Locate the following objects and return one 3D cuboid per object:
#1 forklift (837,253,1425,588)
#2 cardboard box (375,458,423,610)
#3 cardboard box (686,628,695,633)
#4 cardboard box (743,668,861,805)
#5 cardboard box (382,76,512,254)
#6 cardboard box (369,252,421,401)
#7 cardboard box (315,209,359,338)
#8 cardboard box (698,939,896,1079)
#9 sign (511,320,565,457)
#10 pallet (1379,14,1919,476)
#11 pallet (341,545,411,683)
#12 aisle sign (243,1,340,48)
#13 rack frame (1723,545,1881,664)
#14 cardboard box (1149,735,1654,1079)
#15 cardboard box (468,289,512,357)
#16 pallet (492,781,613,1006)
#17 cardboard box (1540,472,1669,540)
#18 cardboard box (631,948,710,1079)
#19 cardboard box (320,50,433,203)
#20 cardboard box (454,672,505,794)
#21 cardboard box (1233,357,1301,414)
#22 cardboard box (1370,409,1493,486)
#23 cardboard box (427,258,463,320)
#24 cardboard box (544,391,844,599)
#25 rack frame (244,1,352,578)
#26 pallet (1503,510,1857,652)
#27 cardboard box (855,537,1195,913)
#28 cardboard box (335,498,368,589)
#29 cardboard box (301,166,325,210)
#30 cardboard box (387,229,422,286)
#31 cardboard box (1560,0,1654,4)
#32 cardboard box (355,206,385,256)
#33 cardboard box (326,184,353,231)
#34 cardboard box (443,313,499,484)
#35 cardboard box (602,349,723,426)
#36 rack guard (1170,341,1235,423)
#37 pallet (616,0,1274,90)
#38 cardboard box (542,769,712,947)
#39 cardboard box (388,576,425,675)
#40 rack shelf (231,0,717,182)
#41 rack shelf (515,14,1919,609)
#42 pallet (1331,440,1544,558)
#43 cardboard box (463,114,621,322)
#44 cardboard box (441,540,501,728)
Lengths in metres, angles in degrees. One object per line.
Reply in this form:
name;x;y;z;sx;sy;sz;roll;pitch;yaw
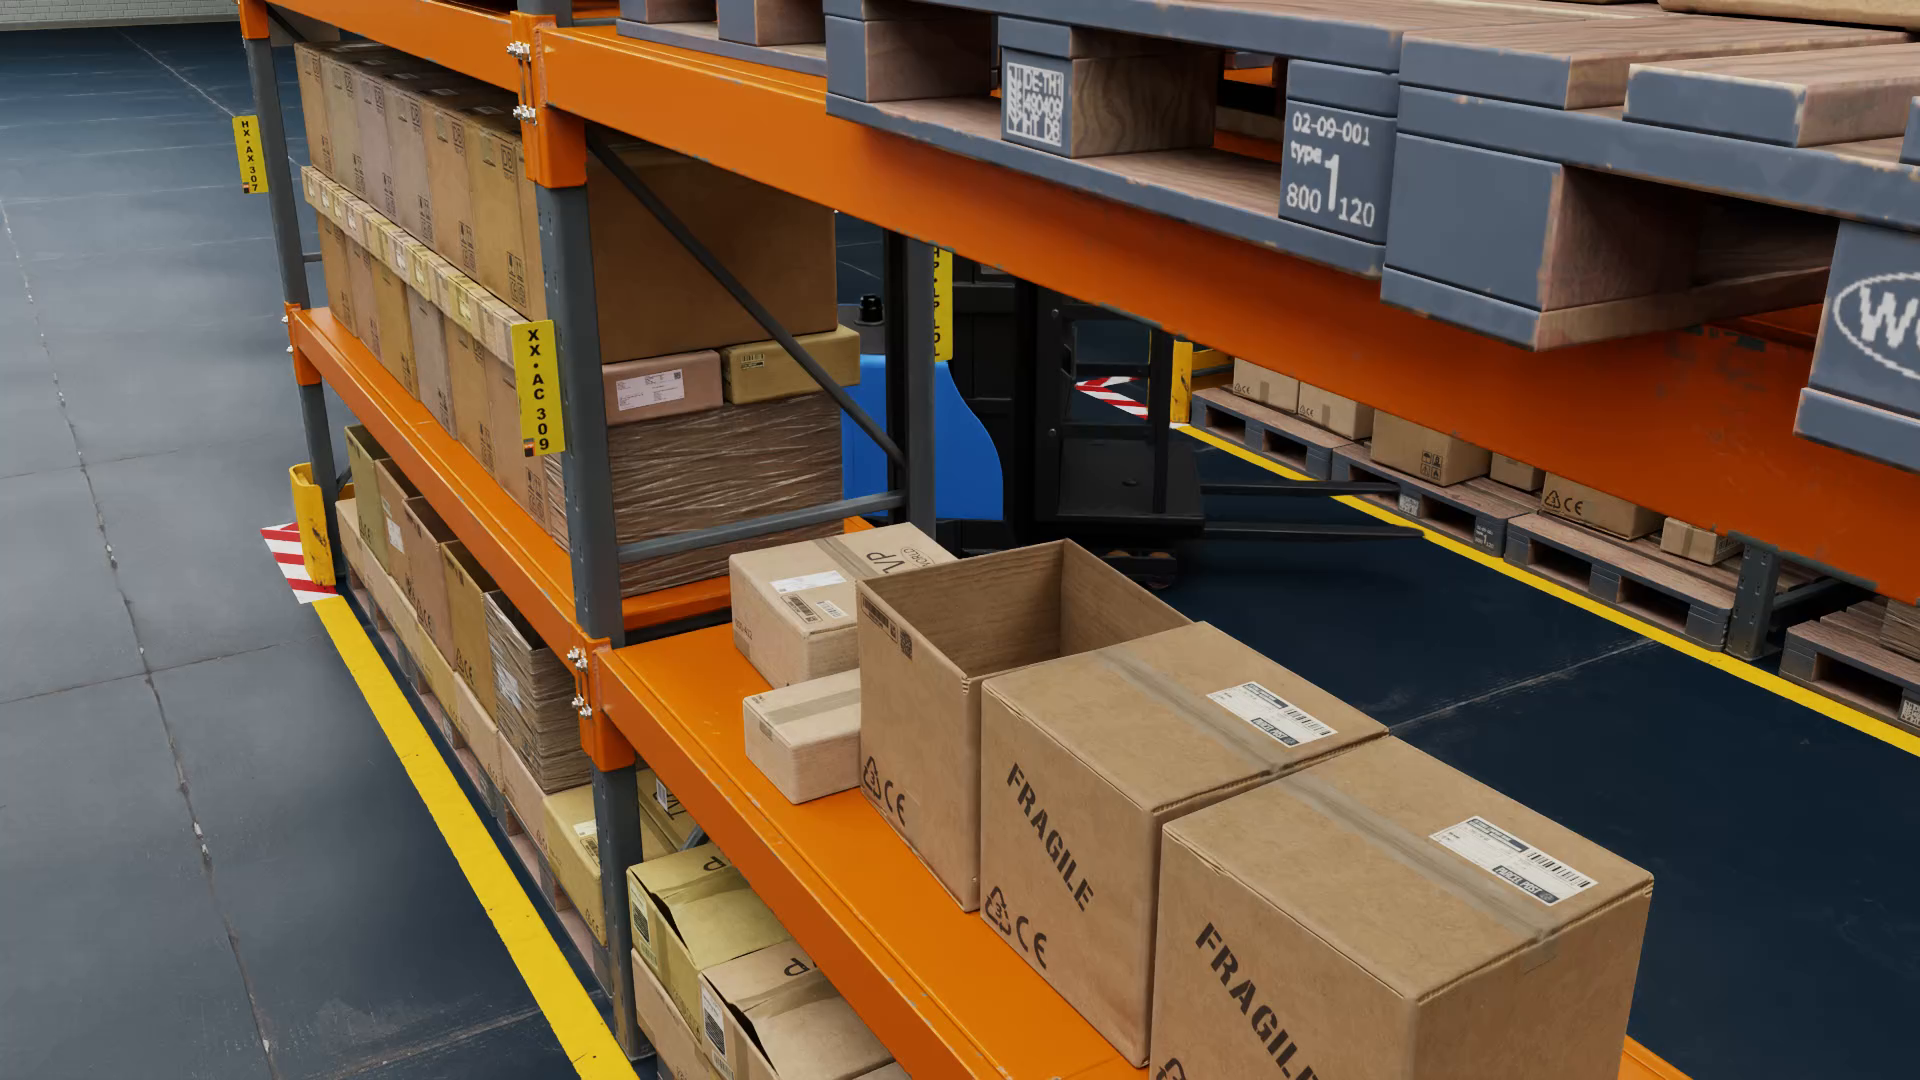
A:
forklift;0.688;-1.341;7.718;3.031;2.935;1.130;2;22;4
cardboard box;-1.963;-0.054;6.559;0.500;0.500;0.500;-13;25;-28
cardboard box;-0.756;0.333;5.607;0.500;0.500;0.500;-13;25;-28
cardboard box;-0.250;0.414;3.642;0.380;0.149;0.250;-13;25;-28
cardboard box;-1.528;-1.305;5.684;0.700;0.500;0.500;-13;25;-28
cardboard box;-1.821;-0.885;6.372;0.700;0.500;0.500;-12;25;-28
cardboard box;-2.342;-1.216;7.186;0.700;0.500;0.500;-13;25;-28
cardboard box;-0.278;1.136;3.882;0.500;0.311;0.500;-13;25;-29
sign;-1.003;-0.359;3.956;0.100;0.325;0.005;-13;25;-28
pallet;1.093;-0.238;1.181;1.213;0.211;1.003;-11;25;-26
pallet;-2.143;0.208;7.519;1.003;0.211;1.213;-13;25;-28
aisle sign;-2.867;-2.490;7.001;0.394;0.787;0.004;-13;25;-28
rack frame;3.730;-0.982;6.745;1.000;3.000;0.127;-13;25;-28
cardboard box;0.646;0.680;2.522;0.500;0.500;0.500;-14;26;-31
cardboard box;-1.245;-0.671;4.986;0.380;0.149;0.250;-13;25;-28
pallet;-0.897;0.998;5.576;1.003;0.211;1.213;-13;25;-28
cardboard box;3.166;-0.356;7.940;0.500;0.500;0.500;-15;26;-32
cardboard box;-0.533;1.229;4.398;0.500;0.250;0.500;-13;26;-29
cardboard box;-2.042;-1.631;6.484;0.700;0.500;0.500;-13;26;-30
cardboard box;-1.466;0.620;5.896;0.500;0.250;0.500;-13;25;-28
cardboard box;1.963;-0.994;9.760;0.500;0.311;0.500;-16;27;-34
cardboard box;2.586;-0.650;8.662;0.700;0.500;0.500;-14;26;-32
cardboard box;-1.497;-0.833;5.384;0.380;0.149;0.250;-12;25;-27
cardboard box;-0.759;-0.217;4.729;0.700;0.500;0.500;-13;26;-30
rack frame;-2.570;-1.323;7.583;1.000;3.000;0.127;-13;25;-28
pallet;3.357;0.099;7.788;1.003;0.211;1.213;-13;25;-28
cardboard box;0.121;0.348;3.340;0.500;0.500;0.500;-11;24;-24
cardboard box;-2.487;-0.027;7.489;0.500;0.250;0.500;-13;25;-28
cardboard box;-2.554;-1.501;7.028;0.380;0.149;0.250;-13;25;-29
cardboard box;-1.770;-1.004;5.803;0.380;0.149;0.250;-12;25;-28
cardboard box;0.671;-0.738;1.801;0.500;0.250;0.500;-13;26;-29
cardboard box;-2.026;-1.168;6.206;0.380;0.149;0.250;-14;26;-30
cardboard box;-2.291;-1.336;6.619;0.380;0.149;0.250;-12;25;-28
cardboard box;-1.286;-0.550;5.547;0.700;0.500;0.500;-12;25;-27
cardboard box;-0.850;-0.422;4.372;0.380;0.149;0.250;-13;25;-28
rack guard;1.726;-1.095;10.340;1.175;0.500;0.348;-13;25;-28
pallet;-0.065;-1.046;3.172;0.805;0.209;1.217;-14;26;-30
cardboard box;-0.951;0.943;5.102;0.500;0.250;0.500;-13;25;-28
cardboard box;-1.973;0.296;6.694;0.500;0.250;0.500;-13;25;-28
rack shelf;-1.548;-1.732;5.561;1.077;0.370;4.000;-13;25;-28
rack shelf;0.495;-0.437;2.375;1.077;0.370;4.000;-13;25;-28
pallet;2.730;-0.296;8.760;1.003;0.211;1.213;-13;25;-28
cardboard box;-1.018;-0.981;4.887;0.700;0.500;0.500;-13;25;-28
cardboard box;-1.455;0.270;5.761;0.500;0.500;0.500;-13;25;-28
